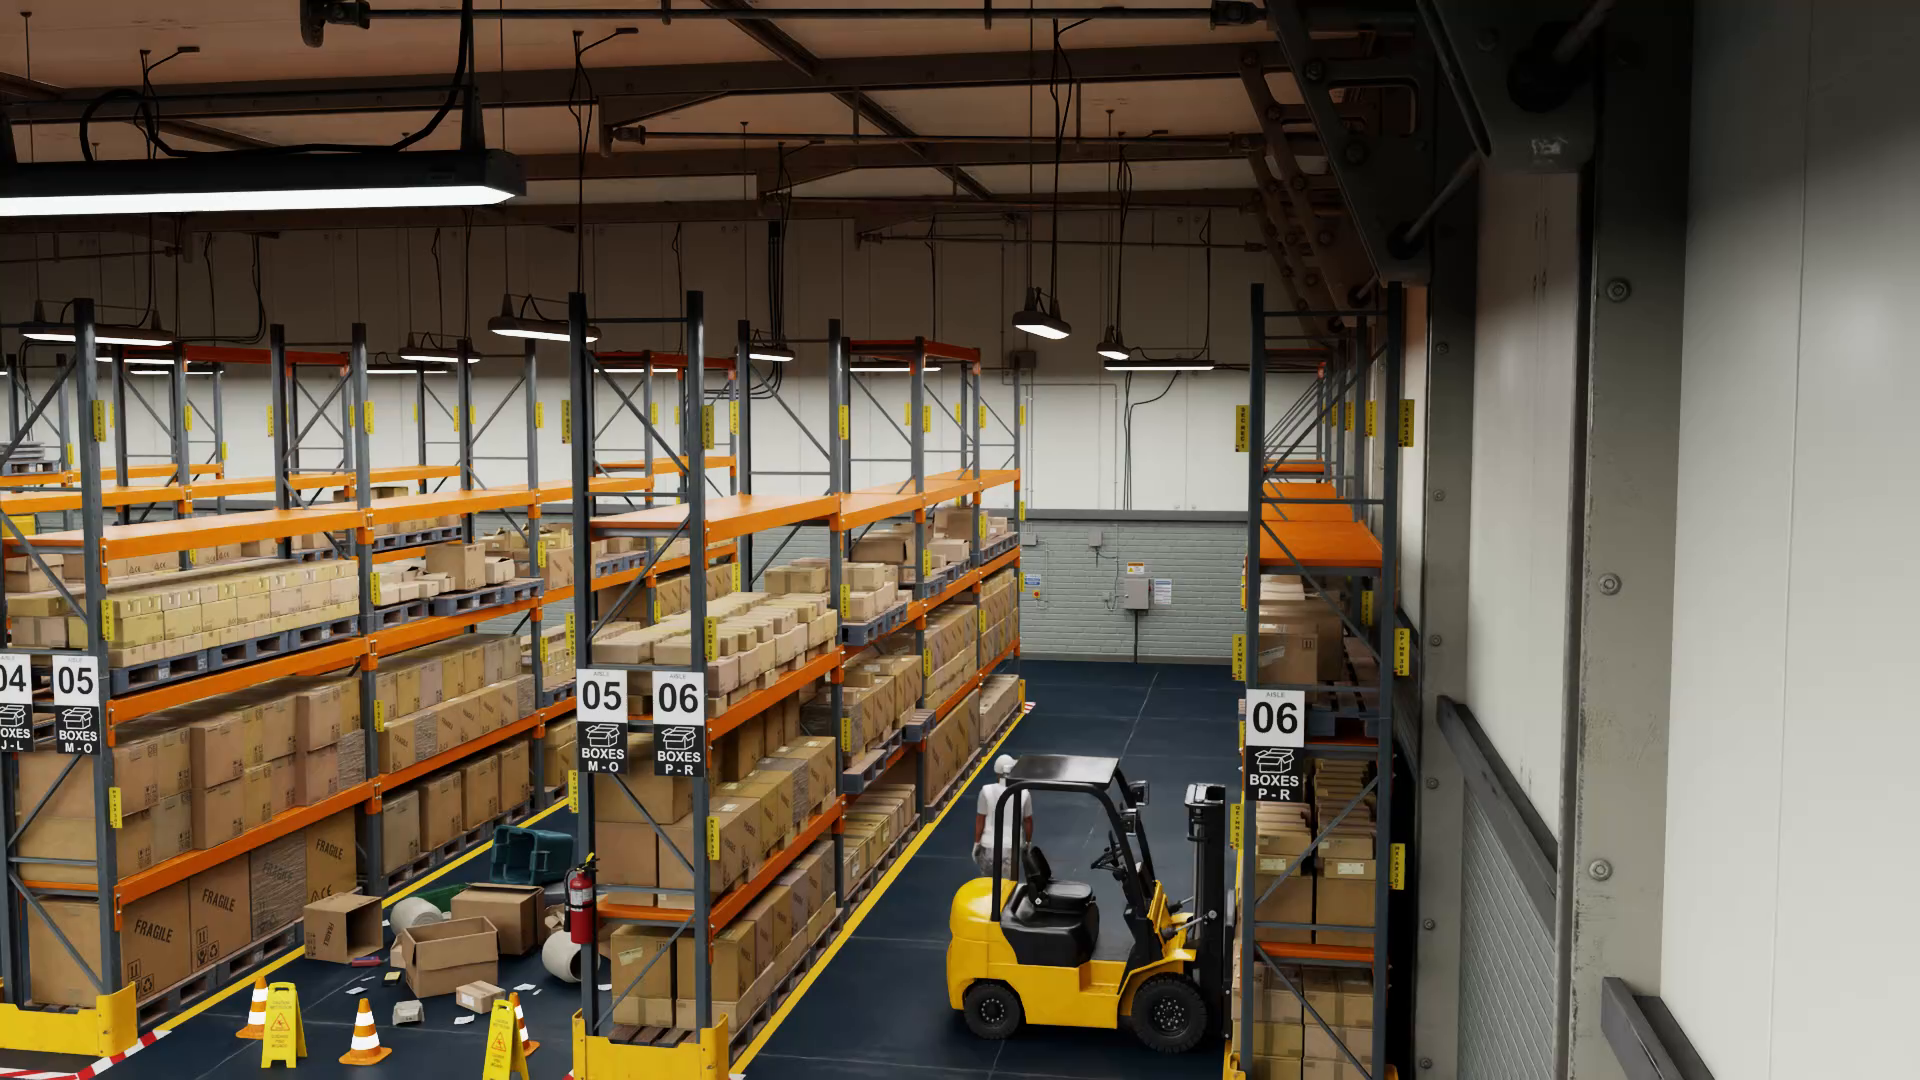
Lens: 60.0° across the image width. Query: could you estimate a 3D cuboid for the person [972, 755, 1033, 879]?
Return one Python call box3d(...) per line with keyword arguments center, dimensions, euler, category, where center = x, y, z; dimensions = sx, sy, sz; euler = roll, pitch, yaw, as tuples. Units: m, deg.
box3d(center=(0.417, 2.999, 16.122), dimensions=(0.583, 1.817, 0.555), euler=(0, 5, 3), category="person")
